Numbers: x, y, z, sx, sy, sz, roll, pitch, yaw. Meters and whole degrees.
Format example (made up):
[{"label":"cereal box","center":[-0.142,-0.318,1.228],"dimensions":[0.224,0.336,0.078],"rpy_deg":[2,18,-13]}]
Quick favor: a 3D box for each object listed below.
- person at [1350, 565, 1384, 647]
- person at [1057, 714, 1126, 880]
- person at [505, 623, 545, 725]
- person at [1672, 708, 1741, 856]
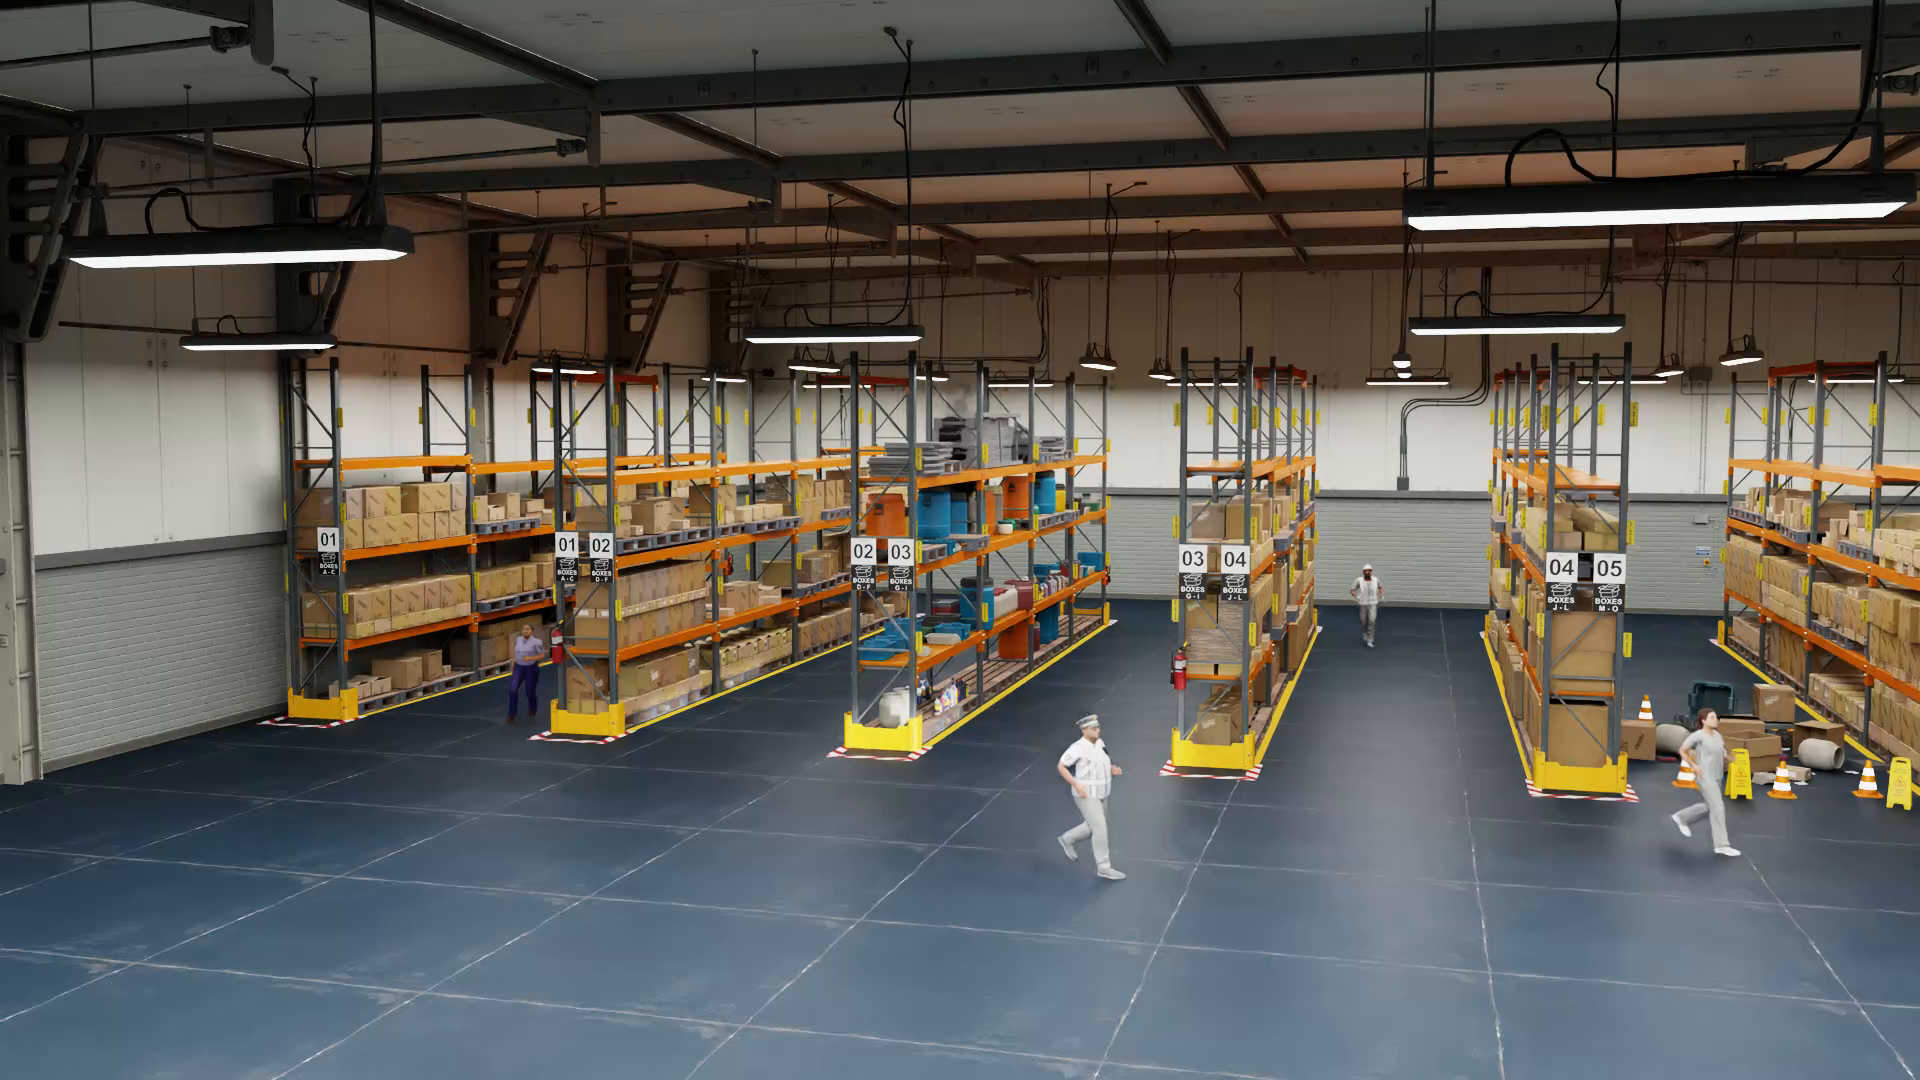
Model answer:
[{"label":"person","center":[8.983,1.443,36.685],"dimensions":[0.734,1.794,0.804],"rpy_deg":[0,4,3]},{"label":"person","center":[1.426,2.775,18.206],"dimensions":[0.953,1.750,0.672],"rpy_deg":[3,5,38]},{"label":"person","center":[-7.117,2.193,27.413],"dimensions":[0.616,1.691,0.763],"rpy_deg":[0,4,4]},{"label":"person","center":[8.625,2.753,19.217],"dimensions":[0.574,1.644,0.929],"rpy_deg":[-3,5,-31]}]
